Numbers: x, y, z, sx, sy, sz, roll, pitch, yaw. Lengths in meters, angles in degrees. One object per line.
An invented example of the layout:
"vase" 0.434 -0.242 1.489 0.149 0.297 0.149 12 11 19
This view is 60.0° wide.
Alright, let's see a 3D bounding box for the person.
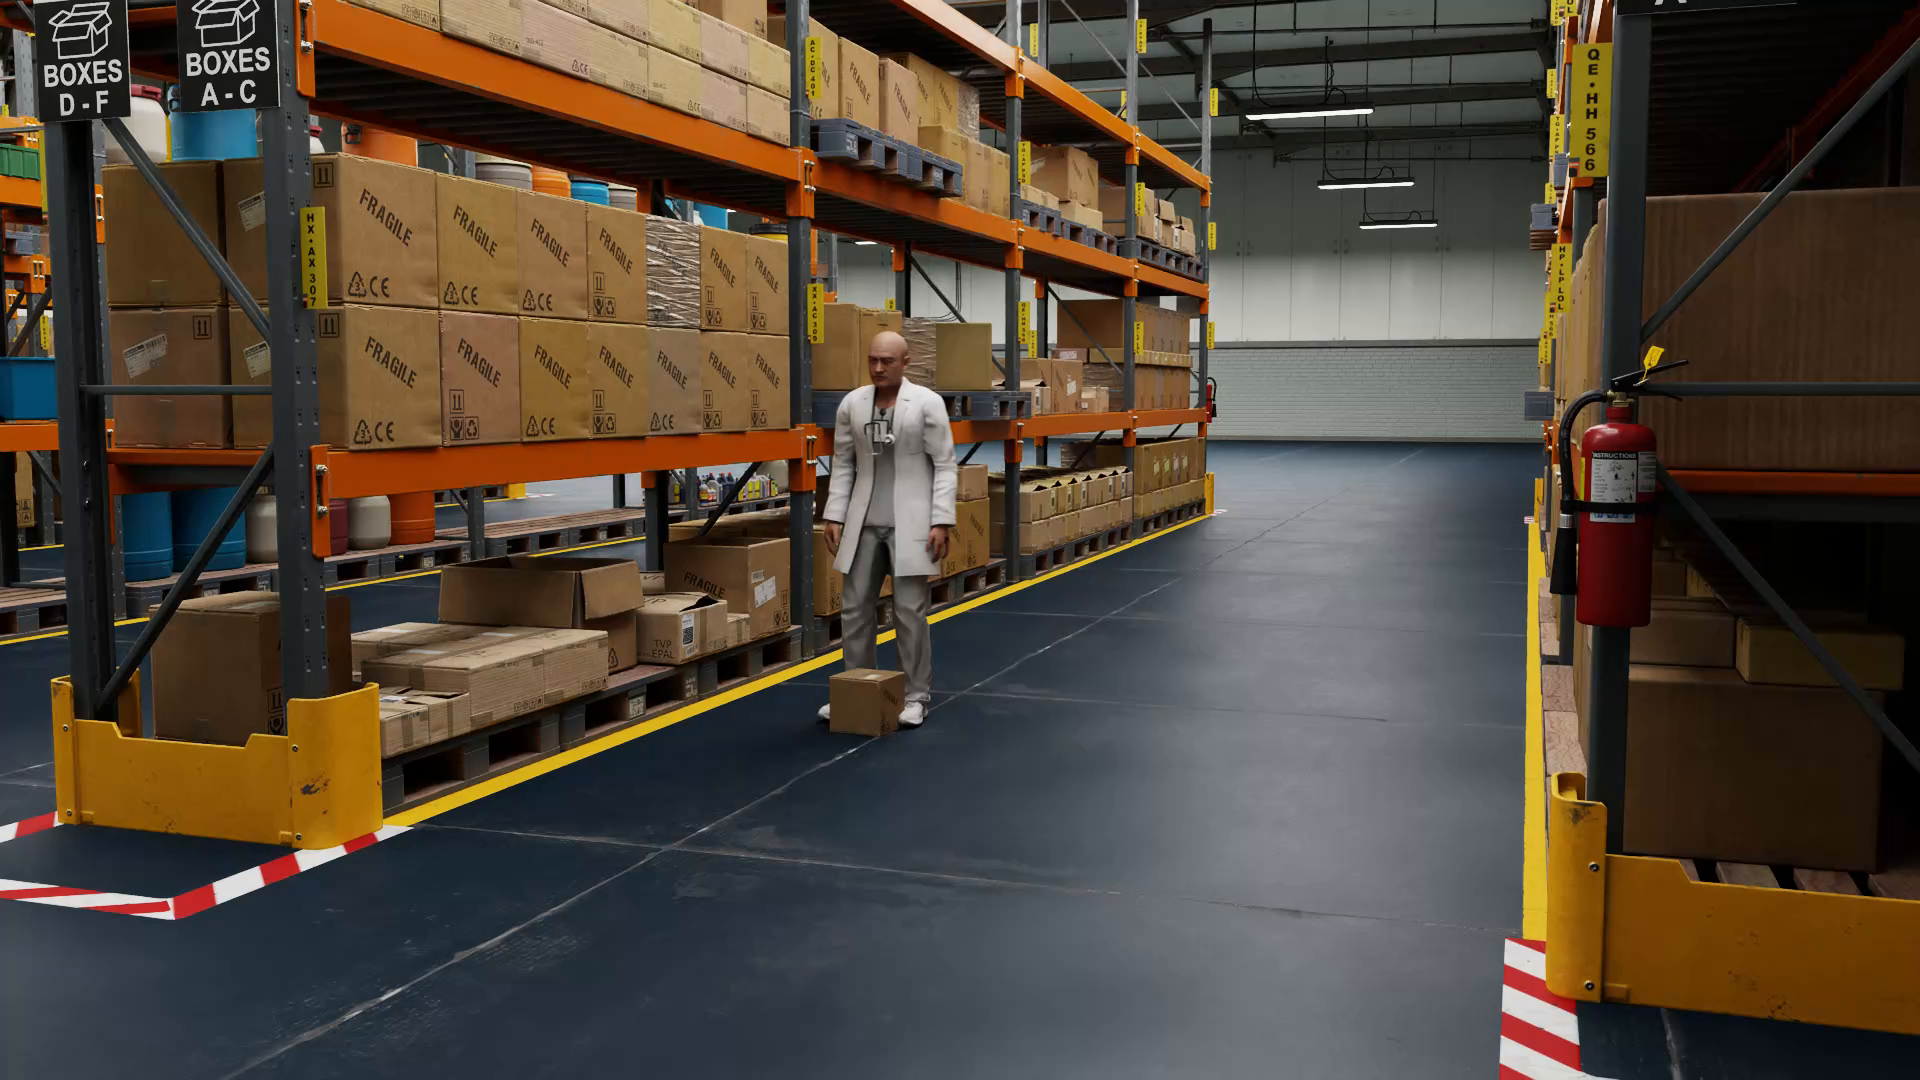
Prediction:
"person" -0.322 -0.058 7.582 0.650 1.774 0.417 2 5 21
